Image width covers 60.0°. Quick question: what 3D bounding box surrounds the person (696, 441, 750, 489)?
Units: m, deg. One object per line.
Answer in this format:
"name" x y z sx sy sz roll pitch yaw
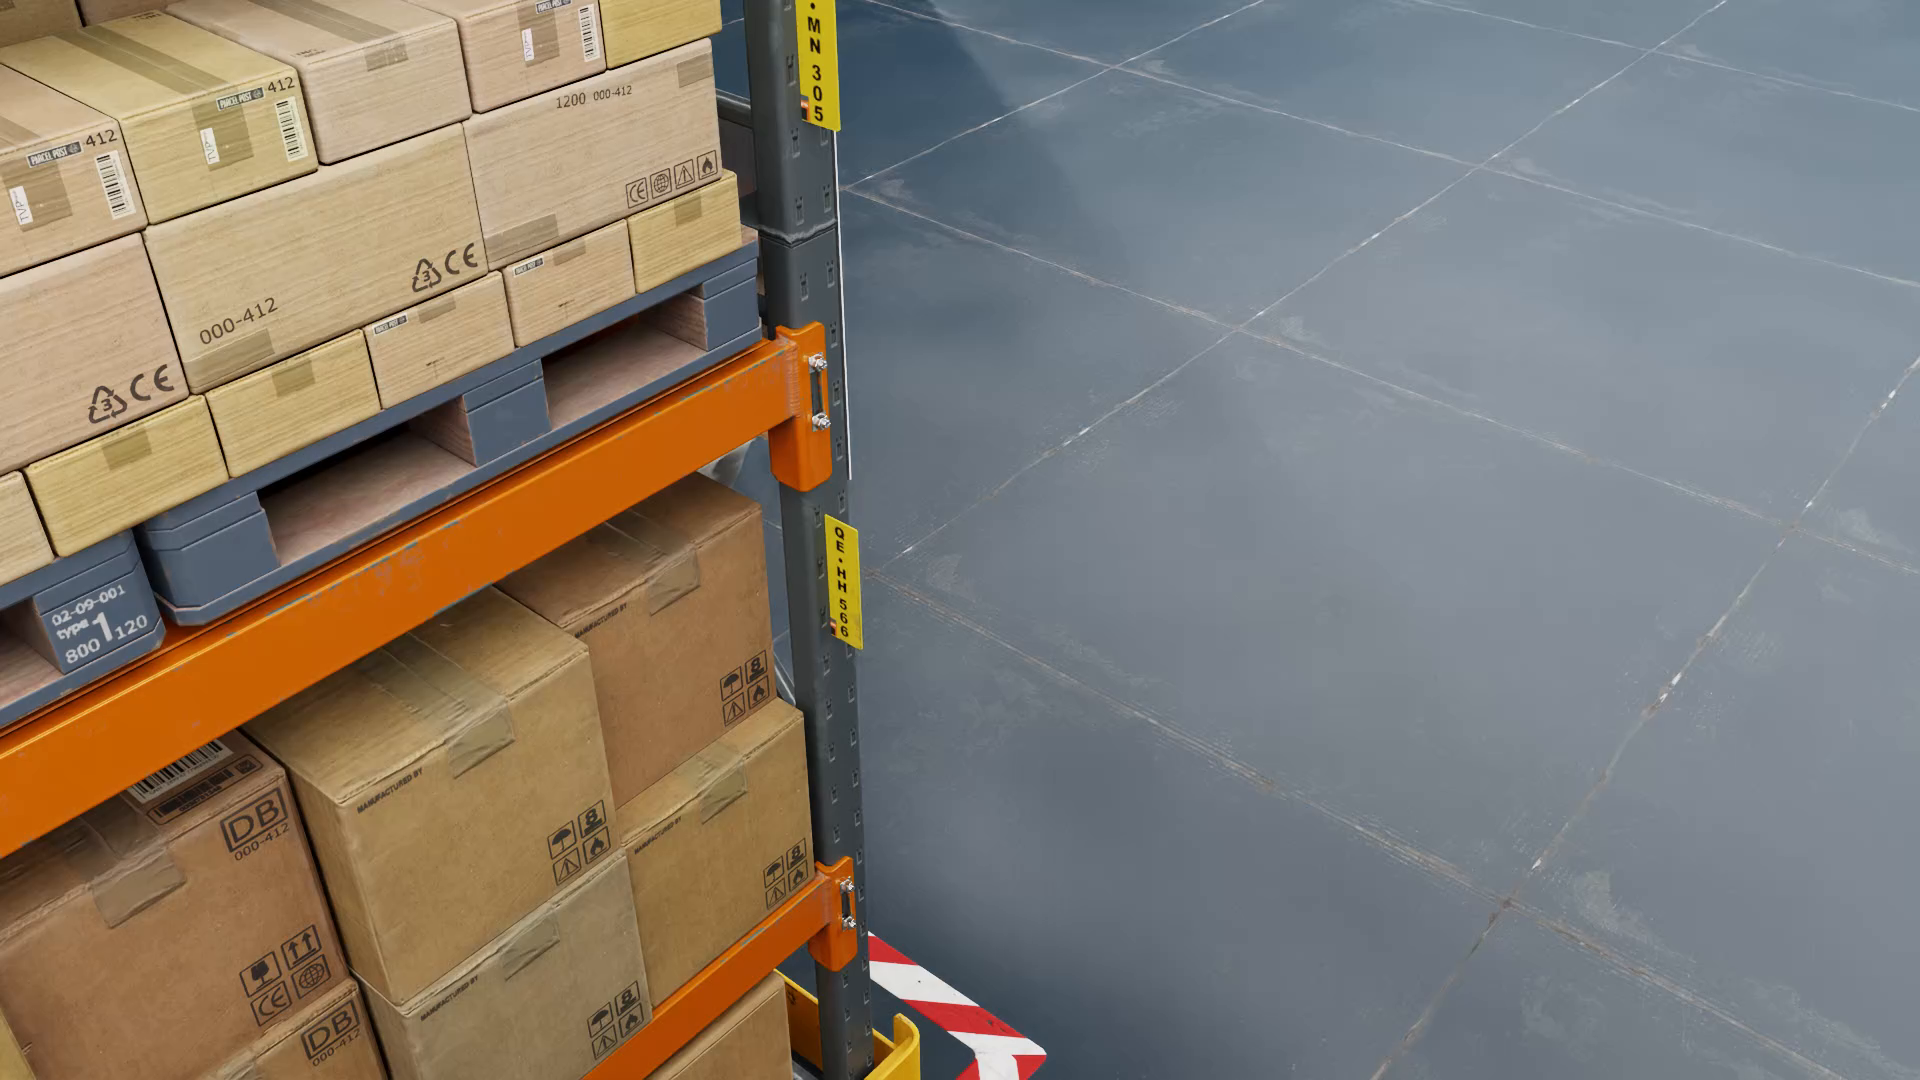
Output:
"person" -1.127 -0.435 6.767 0.539 1.662 0.452 26 43 32
